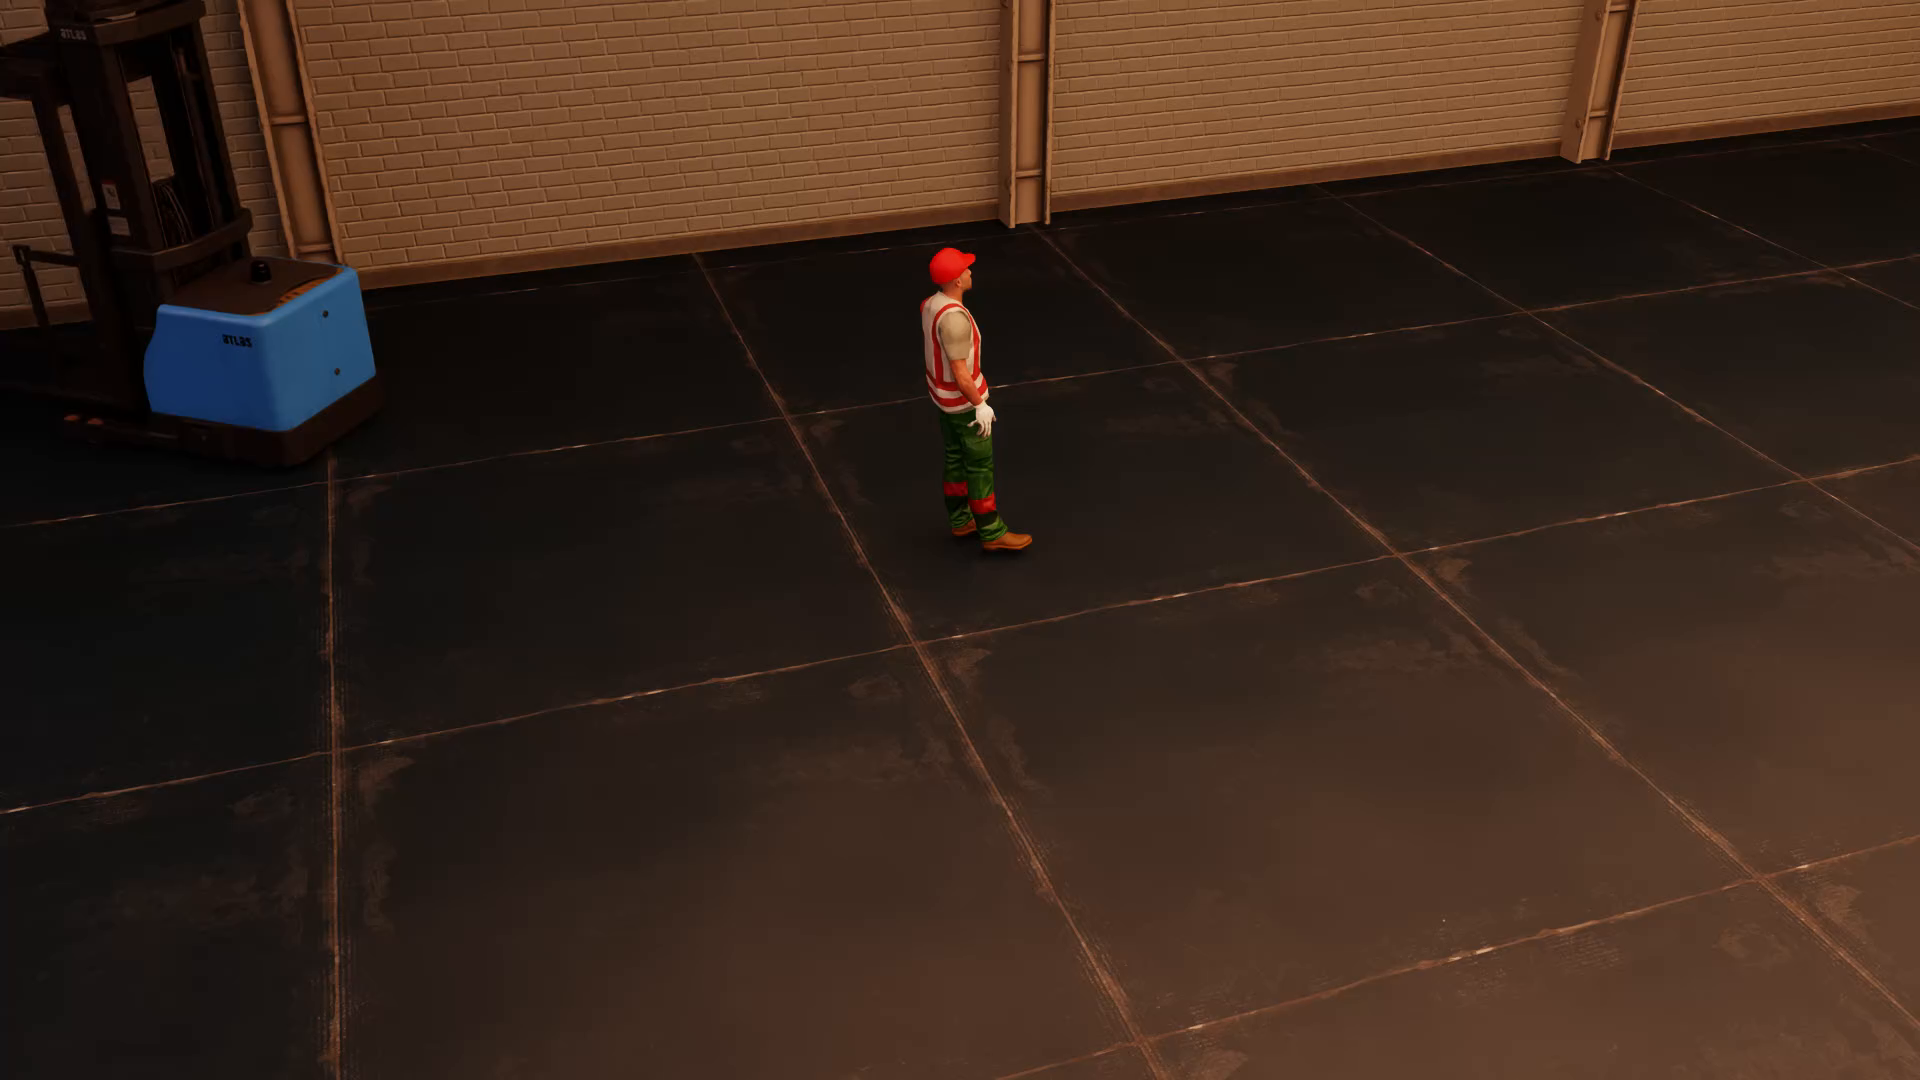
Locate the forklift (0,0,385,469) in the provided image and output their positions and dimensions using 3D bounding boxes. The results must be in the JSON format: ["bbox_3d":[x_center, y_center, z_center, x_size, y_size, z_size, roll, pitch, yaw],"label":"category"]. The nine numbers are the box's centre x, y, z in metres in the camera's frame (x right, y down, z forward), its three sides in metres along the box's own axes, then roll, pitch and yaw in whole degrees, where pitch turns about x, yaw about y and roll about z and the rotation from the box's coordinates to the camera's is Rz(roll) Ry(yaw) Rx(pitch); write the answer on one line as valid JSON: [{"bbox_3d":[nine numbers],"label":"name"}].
[{"bbox_3d":[-5.552,-2.153,10.830,3.031,2.935,1.130,9,31,16],"label":"forklift"}]

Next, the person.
[{"bbox_3d":[0.080,-0.823,9.568,0.564,1.787,0.637,-10,31,-16],"label":"person"}]
